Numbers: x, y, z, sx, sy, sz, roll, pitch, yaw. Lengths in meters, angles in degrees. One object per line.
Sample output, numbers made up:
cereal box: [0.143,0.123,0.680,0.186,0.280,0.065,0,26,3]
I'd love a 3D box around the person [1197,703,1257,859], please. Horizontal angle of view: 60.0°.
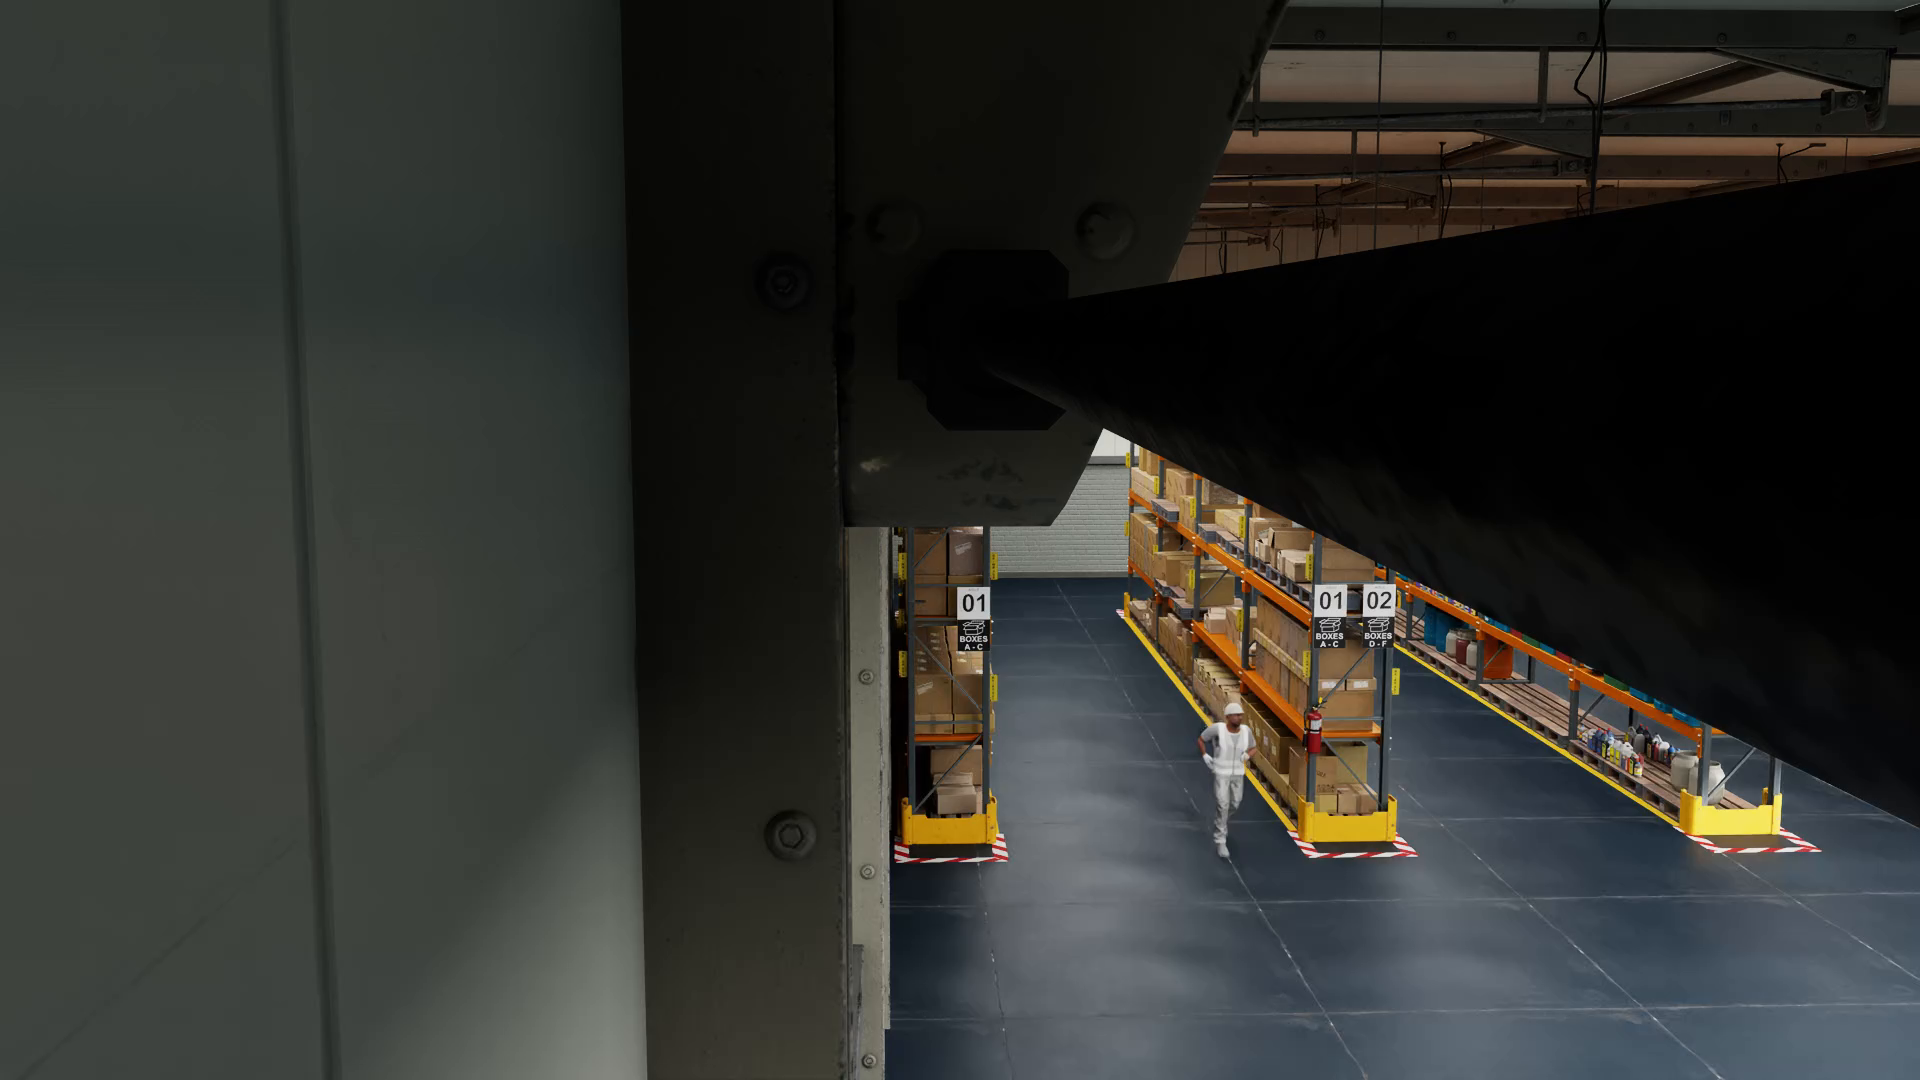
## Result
person: [3.309,2.859,20.307,0.699,1.773,1.000,-2,8,-16]
